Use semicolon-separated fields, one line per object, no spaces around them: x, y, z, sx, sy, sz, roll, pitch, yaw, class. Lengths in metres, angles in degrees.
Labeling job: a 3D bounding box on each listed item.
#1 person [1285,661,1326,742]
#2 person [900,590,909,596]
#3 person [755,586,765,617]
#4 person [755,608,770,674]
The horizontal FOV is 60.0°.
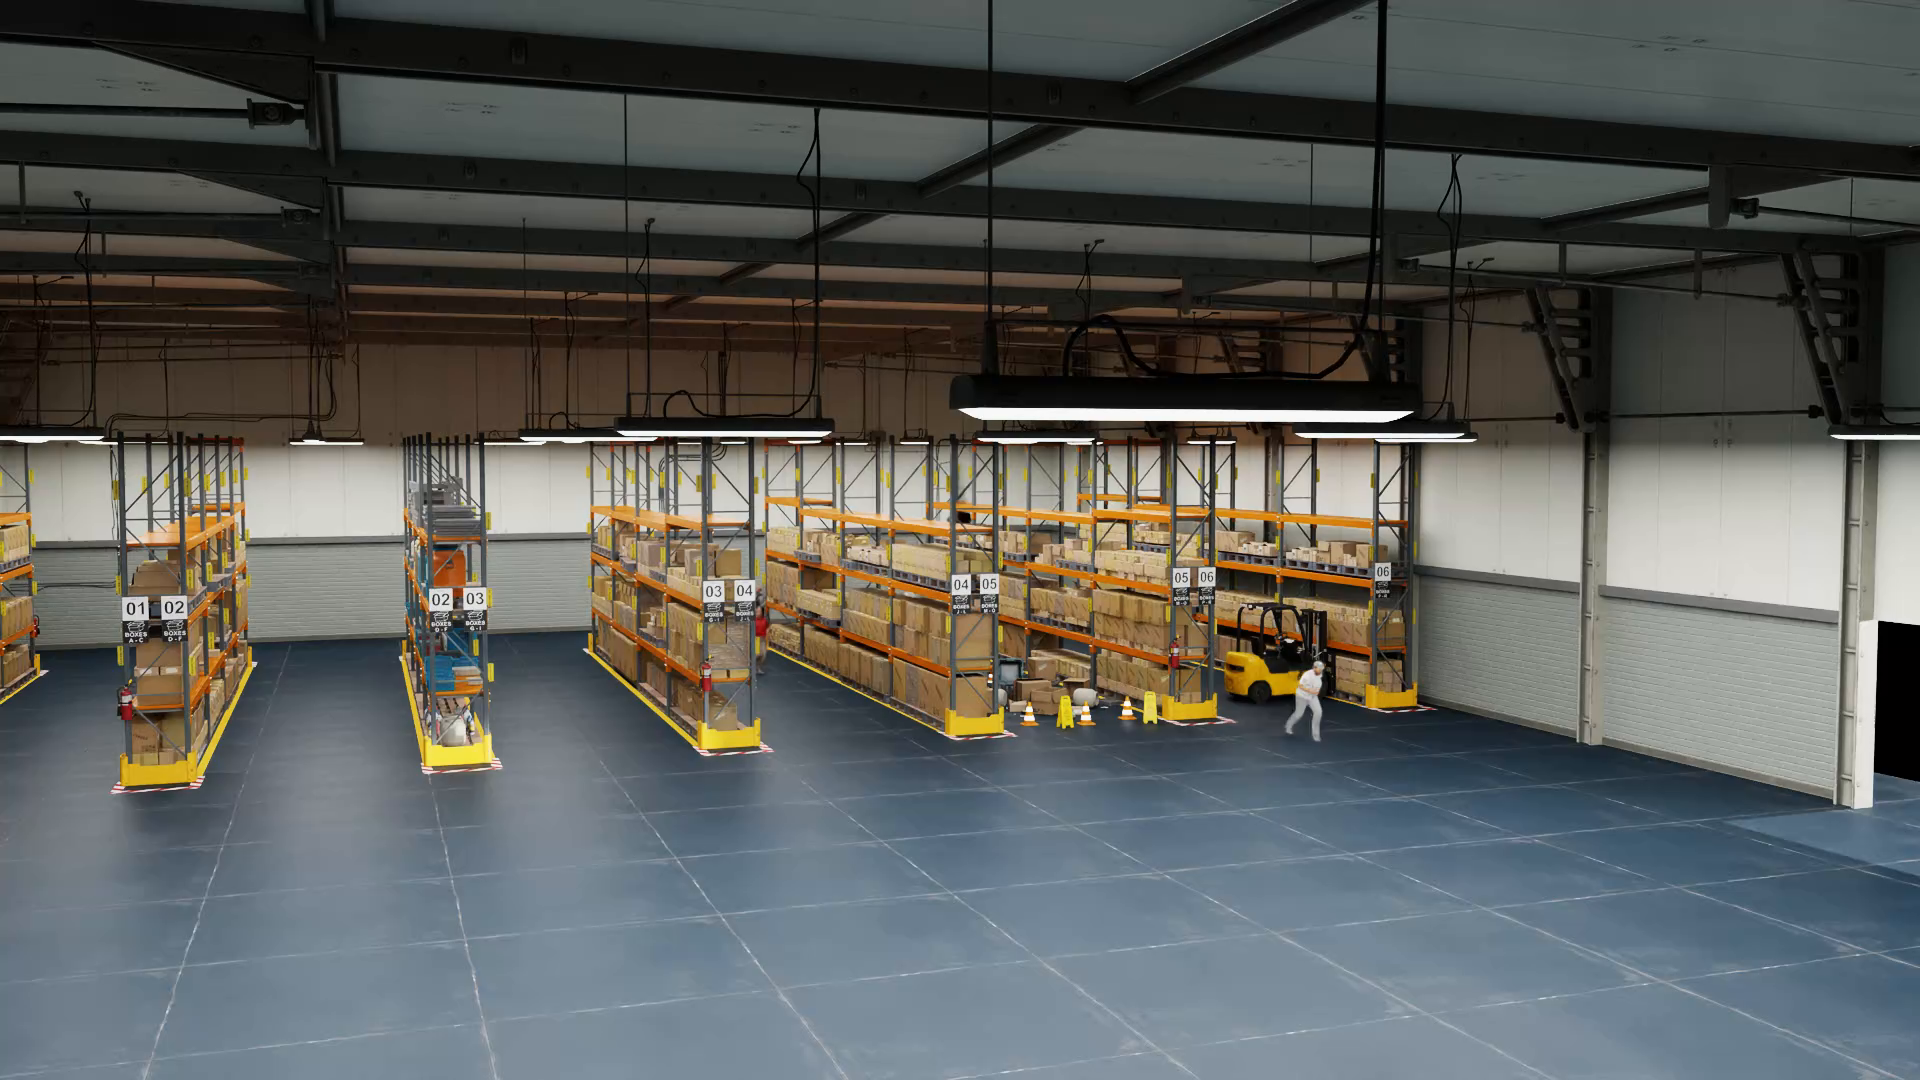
6.808;3.150;32.730;0.649;1.627;1.031;-2;4;-34;person
-1.749;2.090;51.111;0.662;1.592;0.506;-2;4;-33;person
-5.930;2.185;49.049;0.743;1.691;0.702;-2;4;-27;person
-5.087;2.554;42.098;0.664;1.680;0.595;-2;4;-34;person
